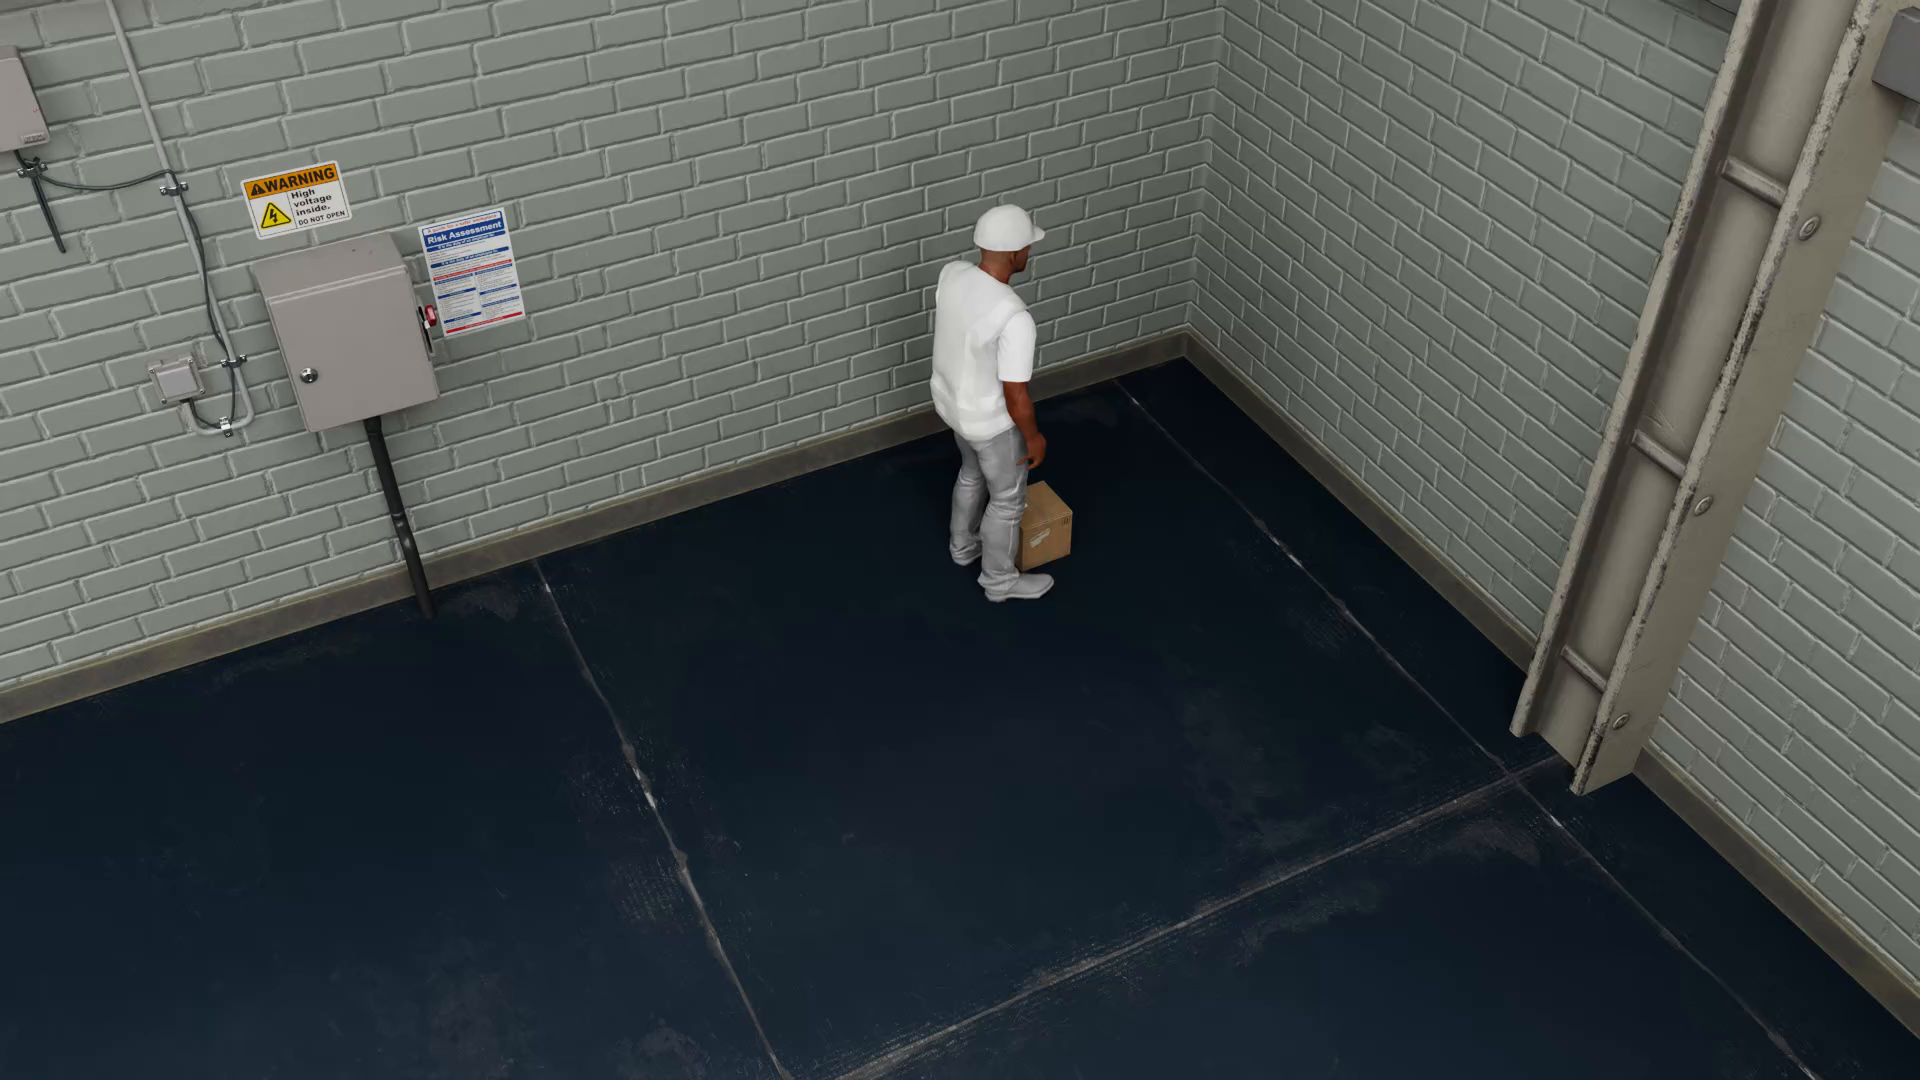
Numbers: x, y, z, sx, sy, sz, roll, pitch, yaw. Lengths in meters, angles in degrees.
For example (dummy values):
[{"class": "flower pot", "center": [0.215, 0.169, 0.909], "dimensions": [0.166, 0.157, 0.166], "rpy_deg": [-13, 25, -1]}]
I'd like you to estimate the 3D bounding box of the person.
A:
[{"class": "person", "center": [0.128, -0.551, 6.777], "dimensions": [0.454, 1.761, 0.636], "rpy_deg": [-21, 45, -22]}]
